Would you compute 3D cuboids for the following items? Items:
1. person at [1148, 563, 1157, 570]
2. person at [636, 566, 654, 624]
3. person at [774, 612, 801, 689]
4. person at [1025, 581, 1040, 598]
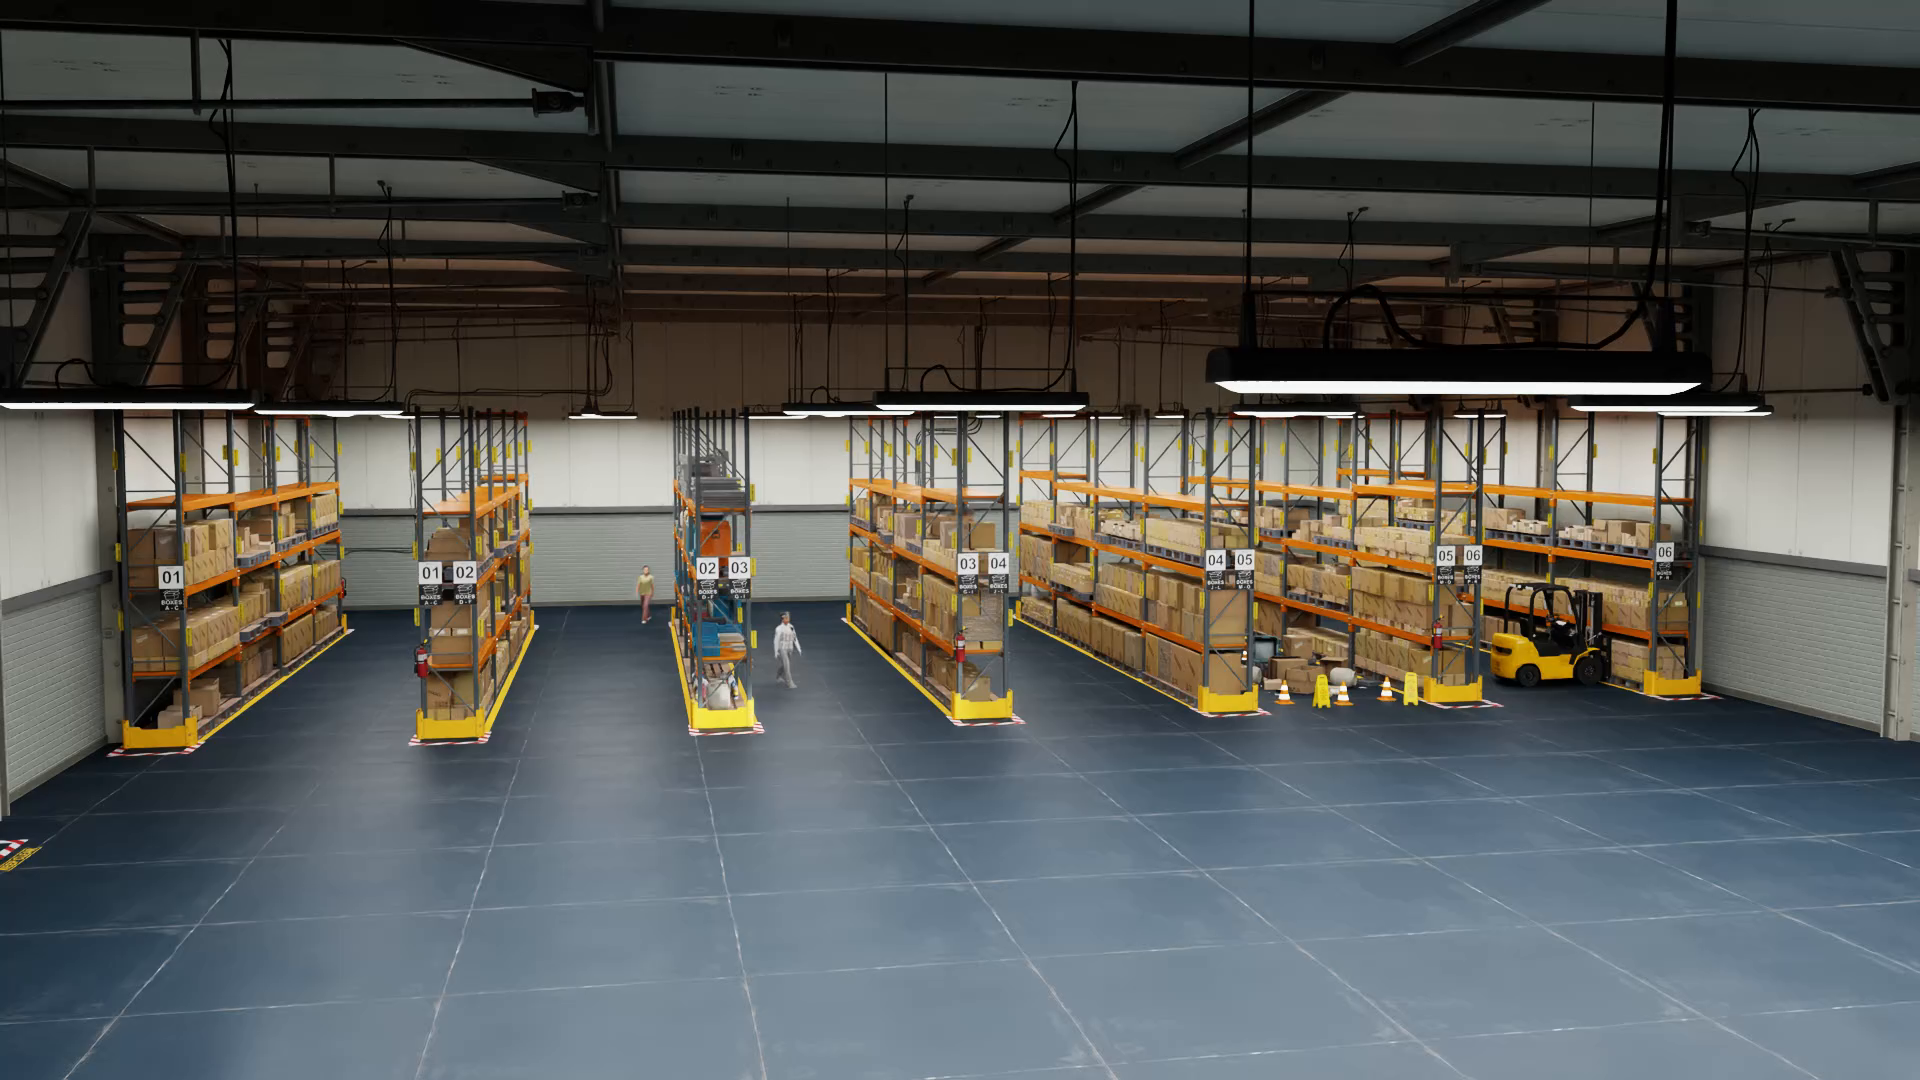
[{"bbox_3d":[5.560,1.427,48.209,0.541,1.832,0.616,1,4,15],"label":"person"},{"bbox_3d":[-8.939,1.541,47.196,0.433,1.619,1.037,1,4,10],"label":"person"},{"bbox_3d":[-3.752,2.339,35.812,0.537,1.622,1.081,-3,5,-38],"label":"person"},{"bbox_3d":[2.268,1.209,51.019,0.569,1.751,0.725,3,5,38],"label":"person"}]
